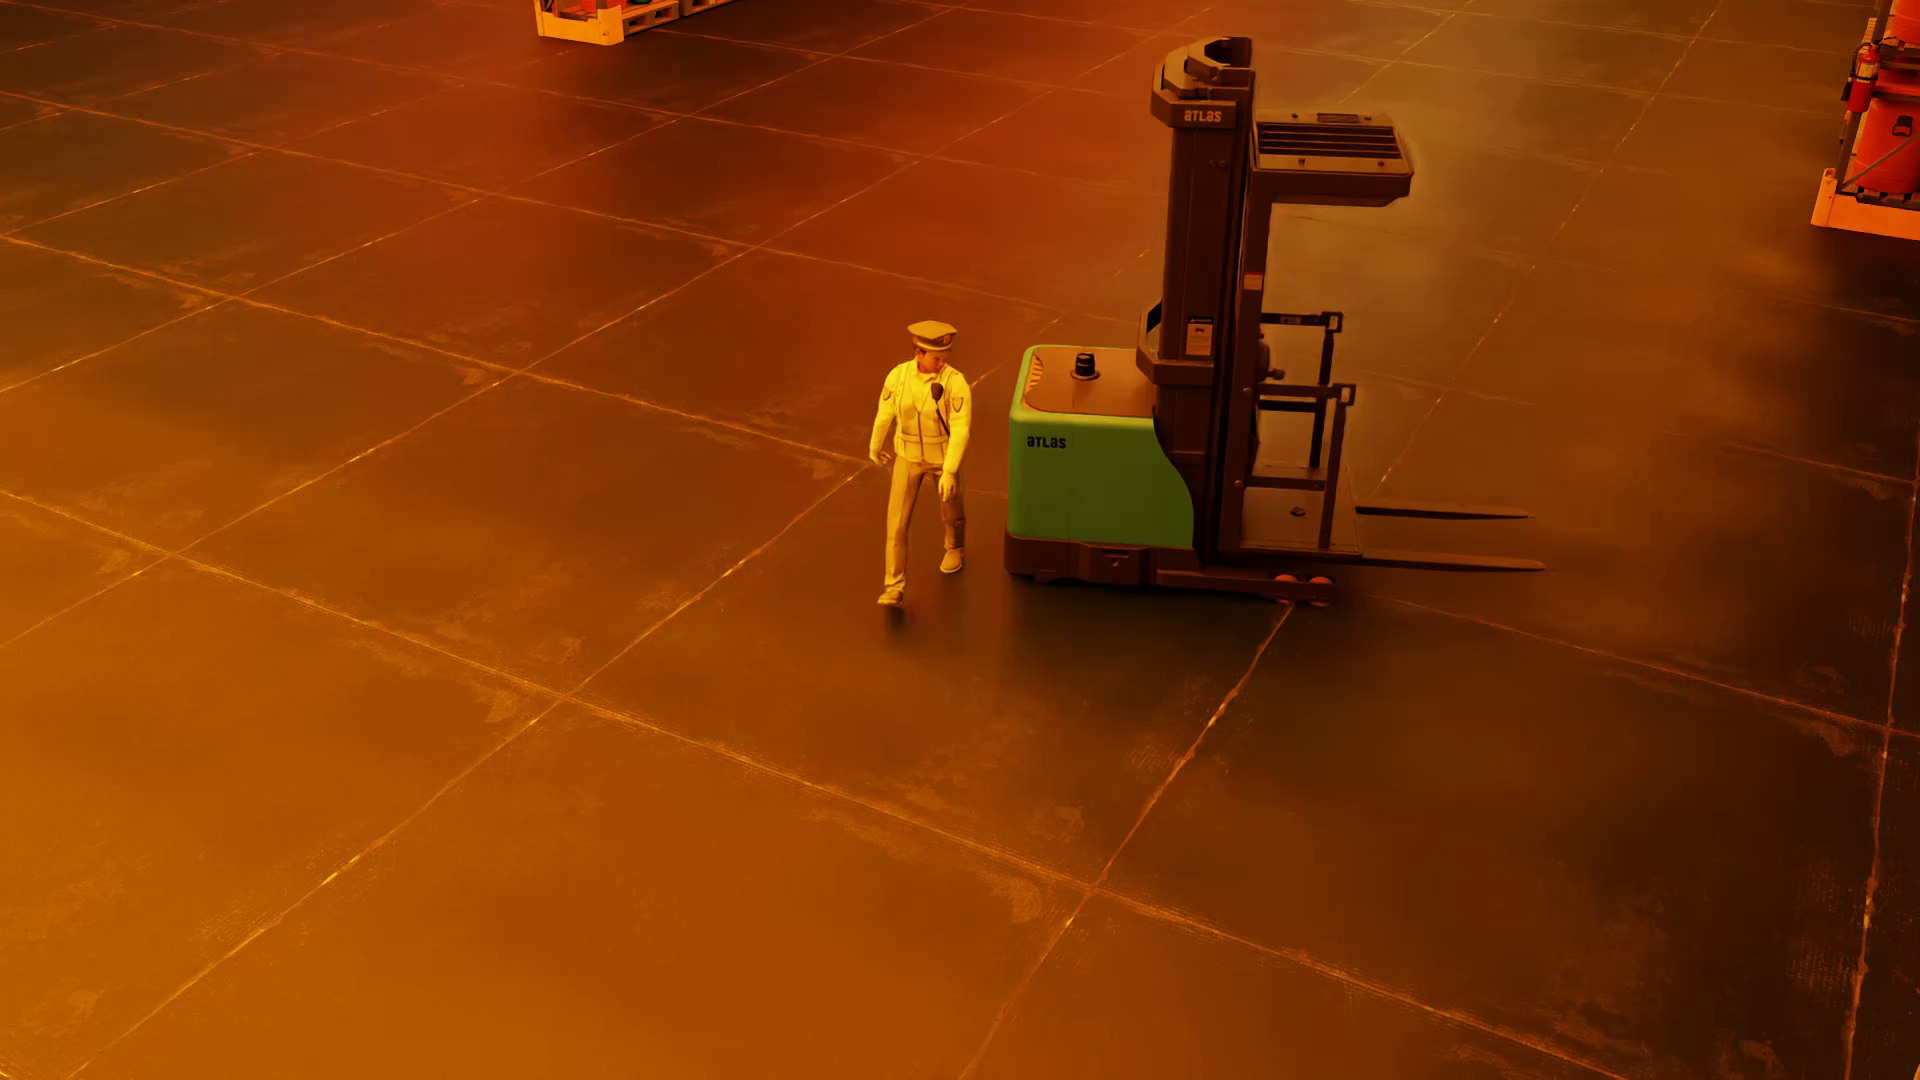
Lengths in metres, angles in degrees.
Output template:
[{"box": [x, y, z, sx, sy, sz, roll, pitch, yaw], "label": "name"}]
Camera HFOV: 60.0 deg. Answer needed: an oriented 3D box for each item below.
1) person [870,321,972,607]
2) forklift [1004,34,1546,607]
[{"box": [-0.236, -0.418, 9.131, 0.605, 1.605, 0.884, 5, 30, 8], "label": "person"}, {"box": [1.814, -1.178, 9.111, 3.031, 2.935, 1.130, 4, 30, 6], "label": "forklift"}]
